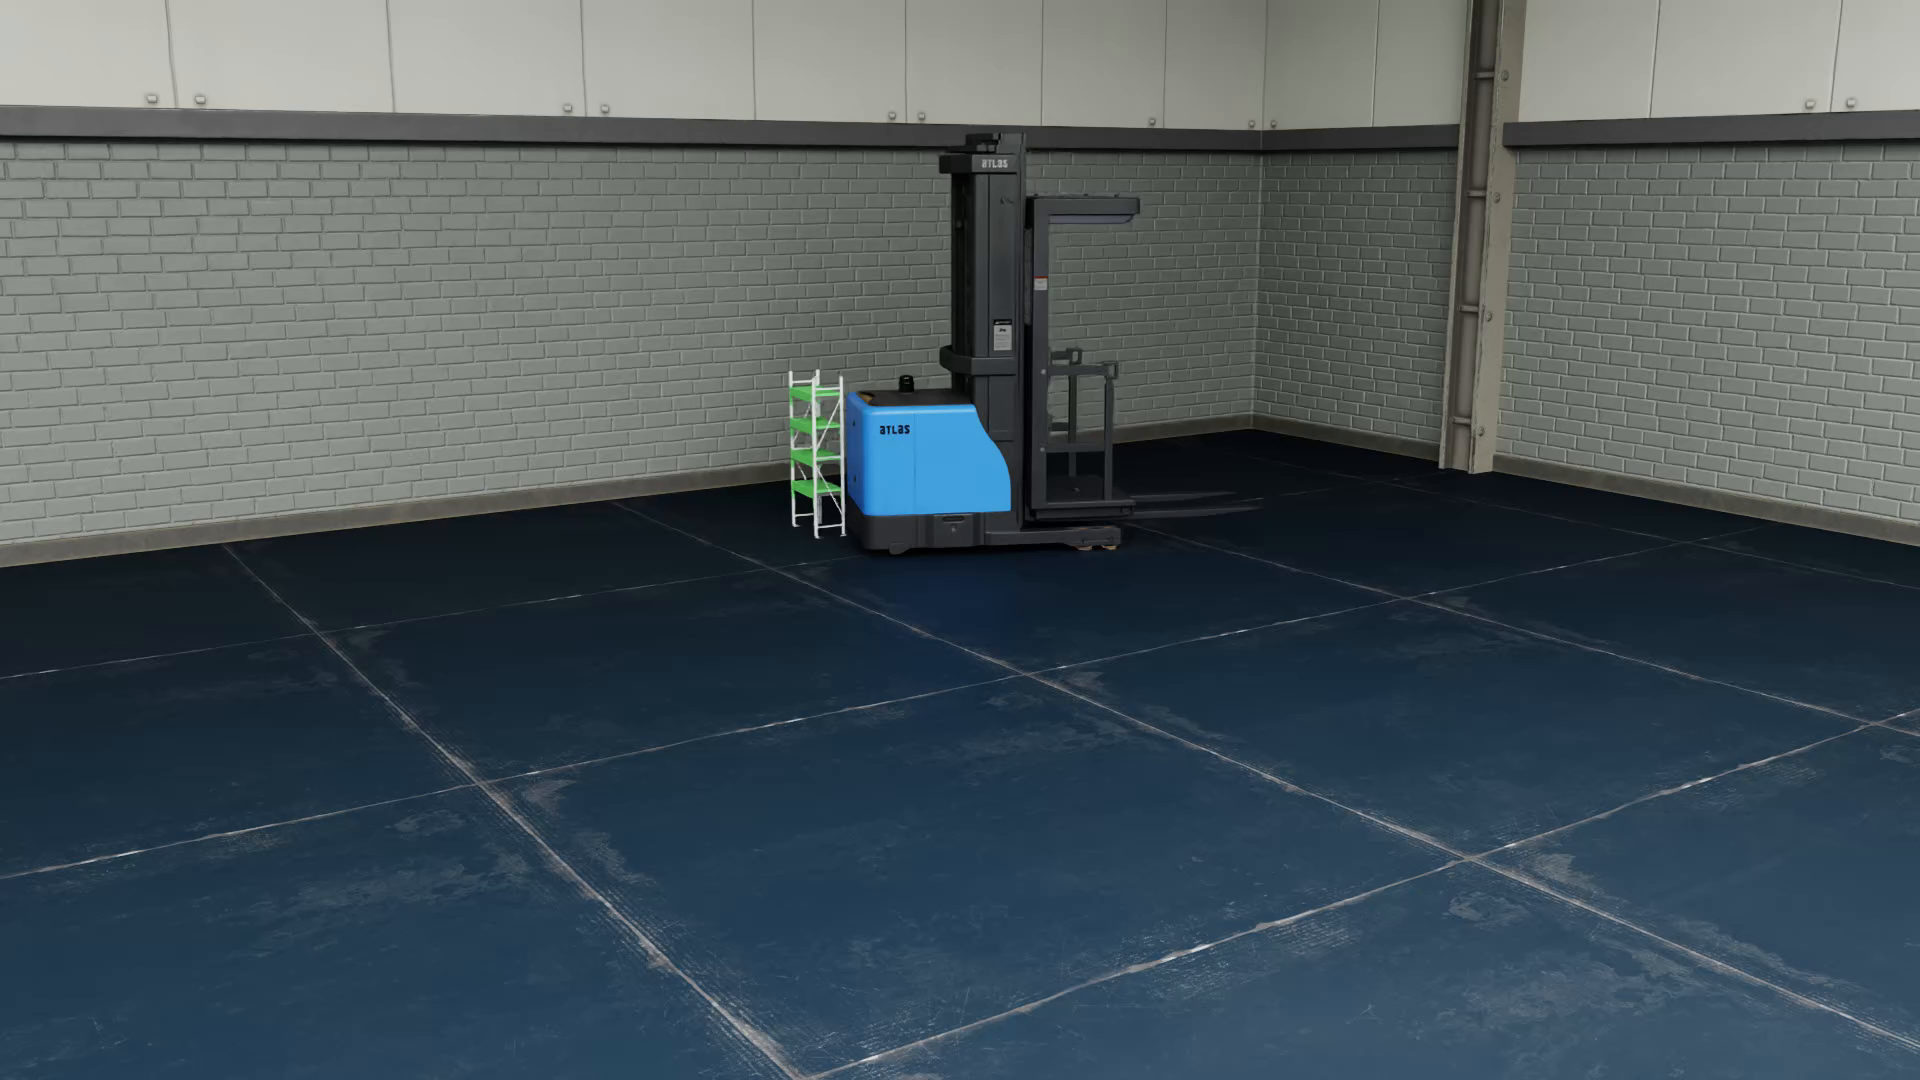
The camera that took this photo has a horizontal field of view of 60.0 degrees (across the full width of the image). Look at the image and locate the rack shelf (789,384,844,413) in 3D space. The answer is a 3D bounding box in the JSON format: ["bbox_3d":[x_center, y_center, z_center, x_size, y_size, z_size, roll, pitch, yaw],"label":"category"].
[{"bbox_3d":[-1.080,-1.061,12.459,0.258,0.148,0.480,-6,14,-25],"label":"rack shelf"}]

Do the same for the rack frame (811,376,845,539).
[{"bbox_3d":[-0.975,-0.608,12.333,0.240,1.200,0.015,-6,14,-25],"label":"rack frame"}]

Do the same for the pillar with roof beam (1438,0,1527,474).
[{"bbox_3d":[1.089,-4.541,12.061,9.100,9.000,0.400,-8,15,-33],"label":"pillar with roof beam"}]

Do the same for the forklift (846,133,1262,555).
[{"bbox_3d":[0.706,-1.462,12.186,3.031,2.935,1.130,-2,13,-11],"label":"forklift"}]

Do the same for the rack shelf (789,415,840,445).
[{"bbox_3d":[-1.080,-0.827,12.510,0.258,0.148,0.480,-6,14,-25],"label":"rack shelf"}]

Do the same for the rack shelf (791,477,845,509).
[{"bbox_3d":[-1.080,-0.358,12.613,0.258,0.148,0.480,-6,14,-25],"label":"rack shelf"}]

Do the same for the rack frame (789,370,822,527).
[{"bbox_3d":[-1.184,-0.702,12.763,0.240,1.200,0.015,-6,14,-25],"label":"rack frame"}]

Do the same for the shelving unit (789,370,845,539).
[{"bbox_3d":[-1.080,-0.655,12.548,0.258,1.200,0.503,-6,14,-25],"label":"shelving unit"}]

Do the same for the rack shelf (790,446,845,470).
[{"bbox_3d":[-1.080,-0.593,12.562,0.258,0.148,0.480,-6,14,-25],"label":"rack shelf"}]
